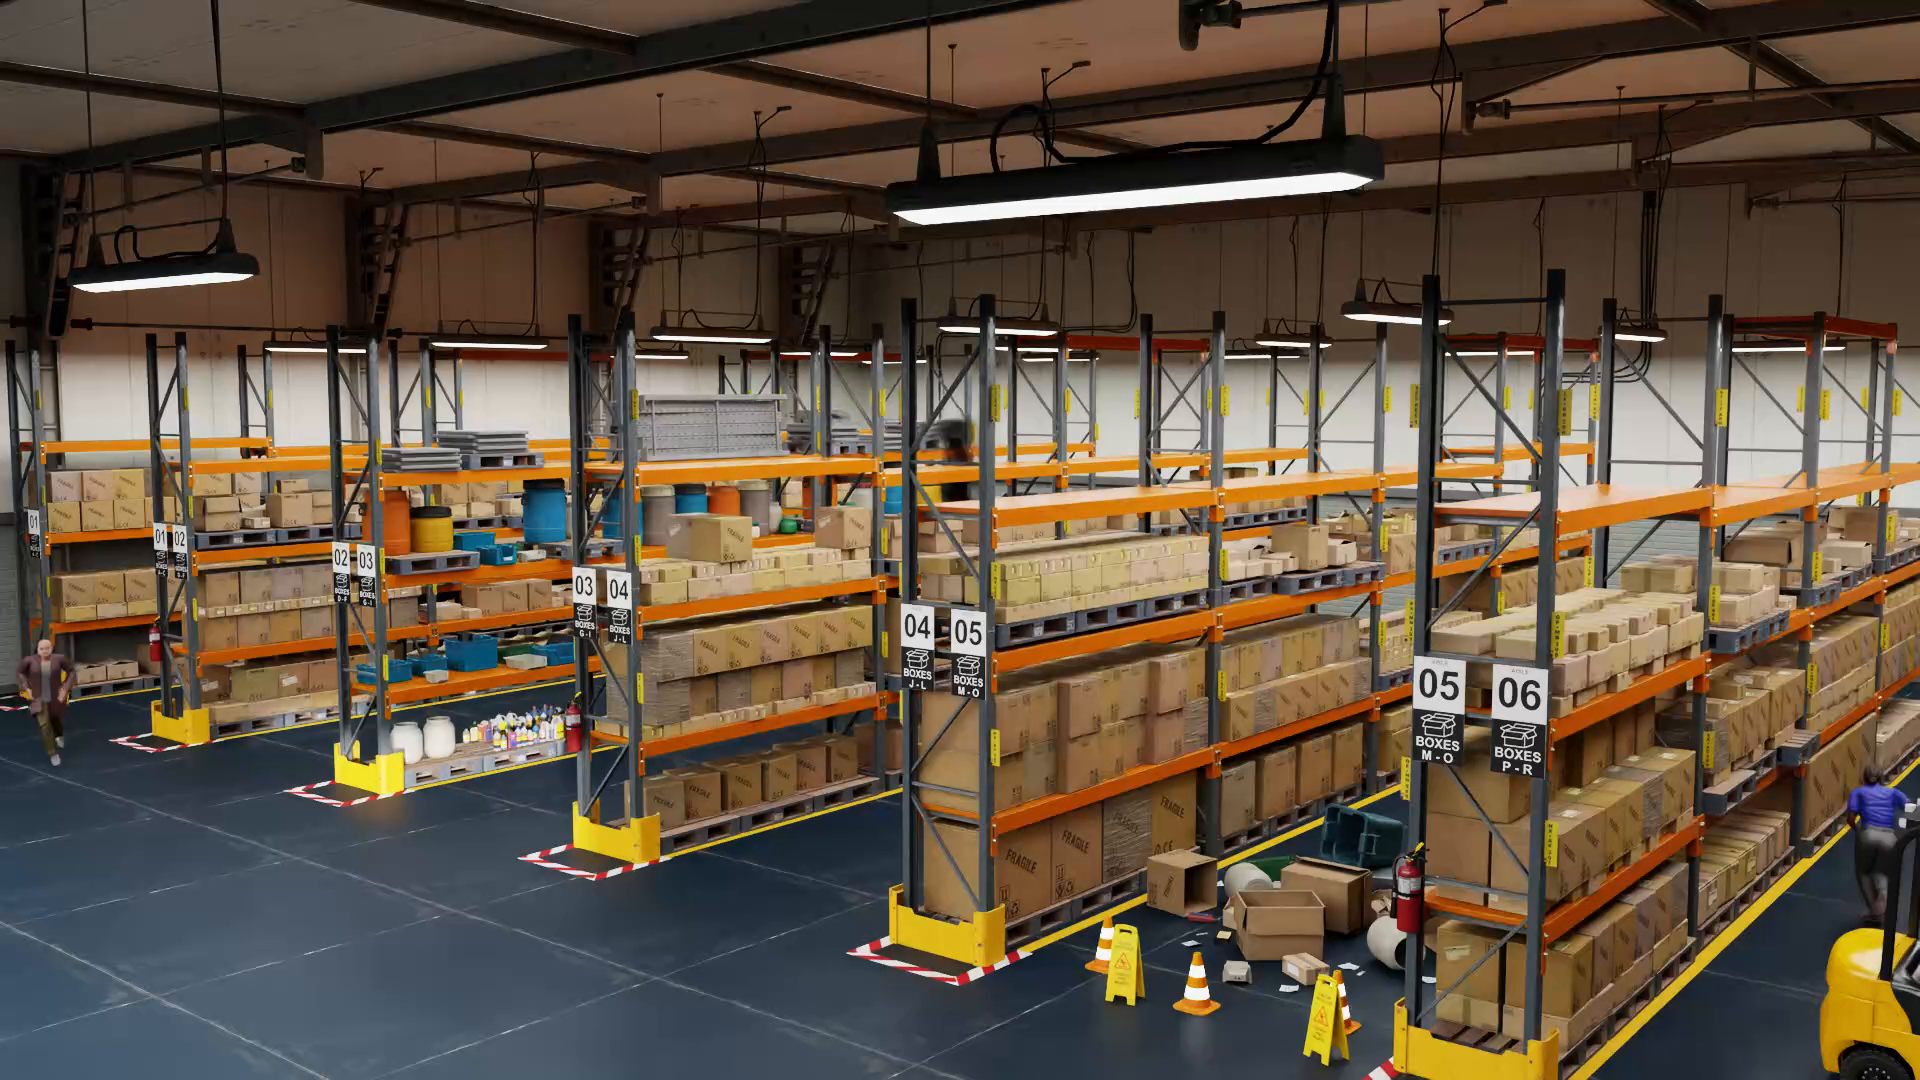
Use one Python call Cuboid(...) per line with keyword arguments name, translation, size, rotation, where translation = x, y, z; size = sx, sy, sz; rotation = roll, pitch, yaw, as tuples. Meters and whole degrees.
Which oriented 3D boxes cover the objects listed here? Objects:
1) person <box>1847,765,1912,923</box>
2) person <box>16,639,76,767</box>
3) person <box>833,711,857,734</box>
Cuboid(name="person", translation=(8.996, 2.985, 16.239), size=(0.594, 1.474, 0.809), rotation=(2, 5, 19))
Cuboid(name="person", translation=(-12.723, 2.213, 23.180), size=(0.731, 1.735, 1.106), rotation=(-2, 6, -23))
Cuboid(name="person", translation=(-1.797, 2.163, 24.920), size=(0.618, 1.636, 0.777), rotation=(0, 5, -3))
